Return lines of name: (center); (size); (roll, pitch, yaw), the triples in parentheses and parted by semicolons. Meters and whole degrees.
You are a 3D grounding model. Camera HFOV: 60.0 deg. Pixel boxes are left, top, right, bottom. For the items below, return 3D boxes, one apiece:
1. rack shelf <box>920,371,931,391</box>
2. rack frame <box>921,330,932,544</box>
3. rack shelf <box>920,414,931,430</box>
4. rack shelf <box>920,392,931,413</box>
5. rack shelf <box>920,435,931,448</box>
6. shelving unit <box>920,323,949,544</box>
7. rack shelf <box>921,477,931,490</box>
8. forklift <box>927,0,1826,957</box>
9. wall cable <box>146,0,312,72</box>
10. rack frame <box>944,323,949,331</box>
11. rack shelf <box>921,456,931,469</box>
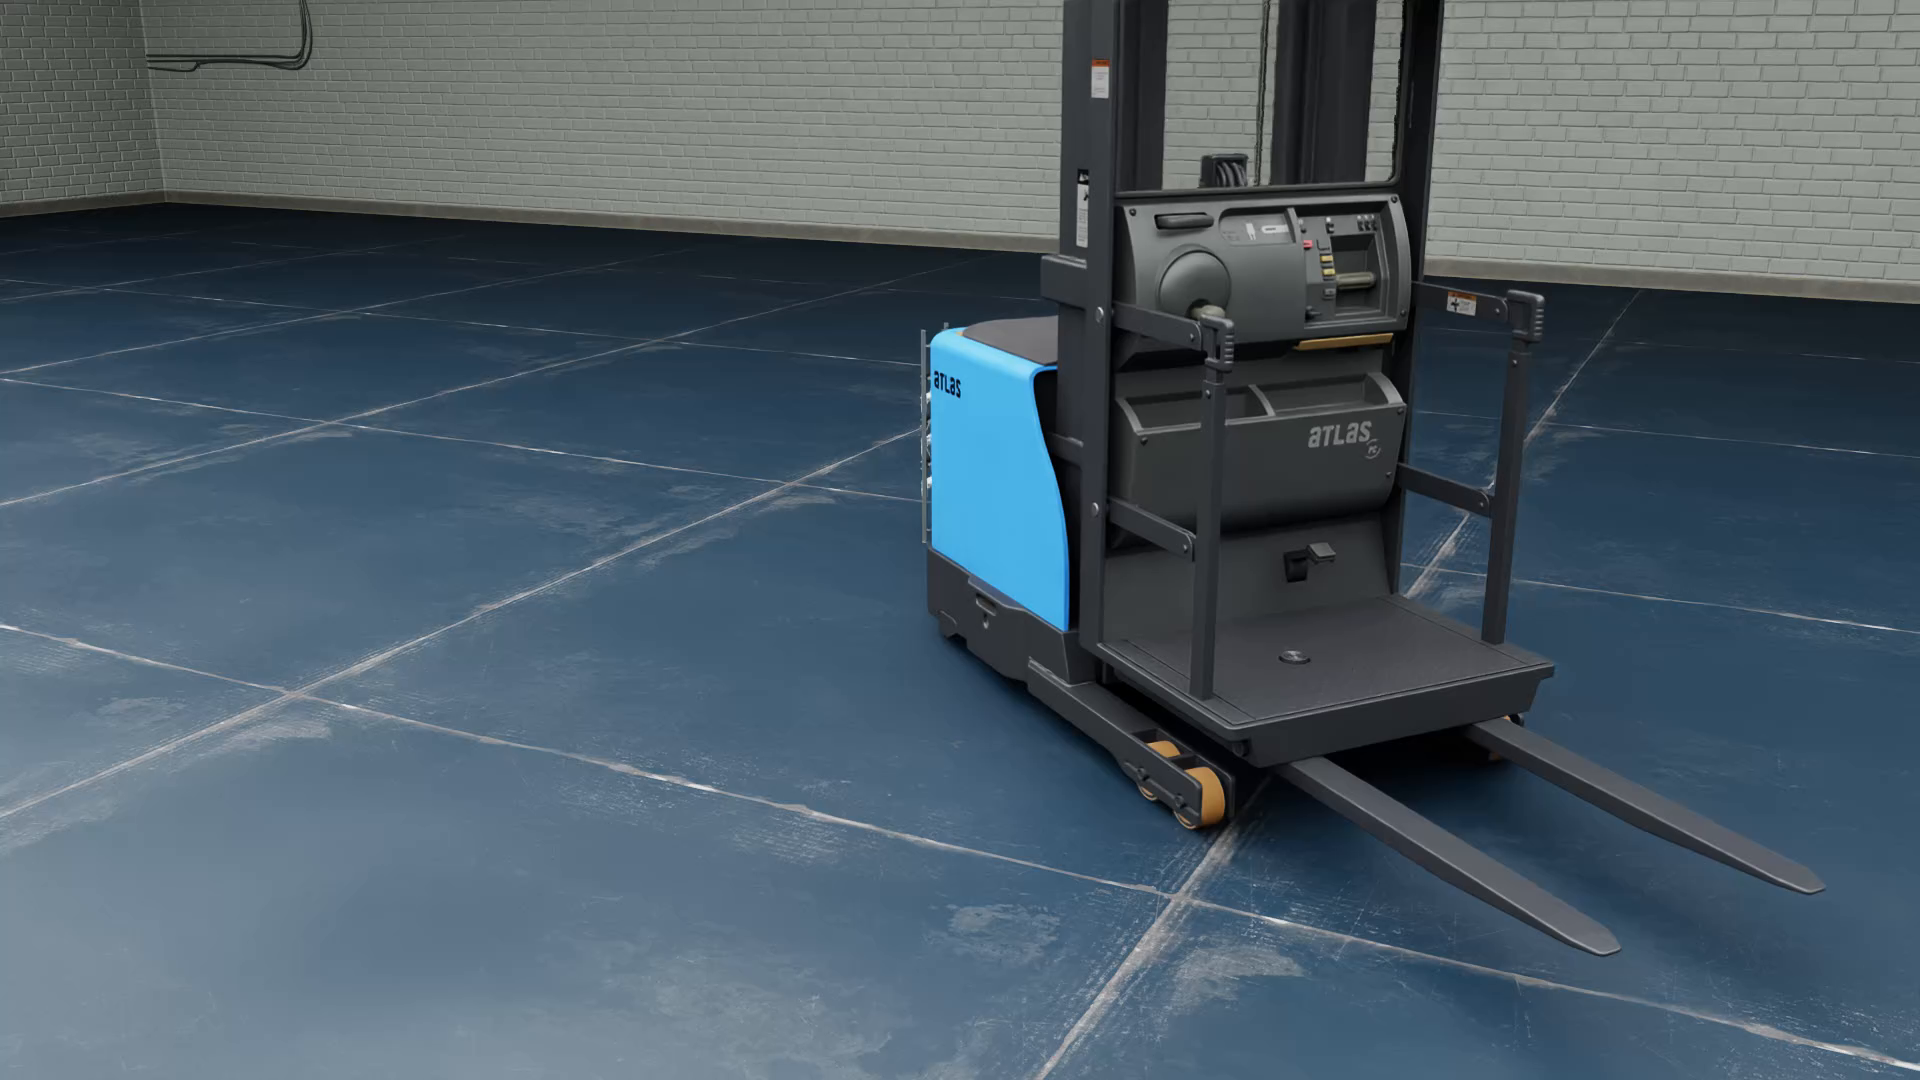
rack shelf: (-0.004, -0.656, 6.822); (0.258, 0.077, 0.200); (8, 18, 25)
rack frame: (-0.049, -0.403, 6.802); (0.240, 0.900, 0.006); (8, 18, 25)
rack shelf: (-0.004, -0.484, 6.873); (0.258, 0.077, 0.200); (8, 18, 25)
rack shelf: (-0.004, -0.570, 6.848); (0.258, 0.077, 0.200); (8, 18, 25)
rack shelf: (-0.004, -0.397, 6.899); (0.258, 0.077, 0.200); (8, 18, 25)
shelving unit: (-0.004, -0.429, 6.889); (0.258, 0.900, 0.210); (8, 18, 25)
rack shelf: (-0.004, -0.225, 6.950); (0.258, 0.077, 0.200); (8, 18, 25)
forklift: (0.967, -0.775, 4.487); (1.130, 2.935, 3.031); (-8, 18, -24)
wall cable: (-9.333, -7.154, 20.759); (3.097, 2.526, 0.112); (8, 18, 25)
rack frame: (0.042, -0.455, 6.976); (0.240, 0.900, 0.006); (8, 18, 25)
rack shelf: (-0.004, -0.311, 6.924); (0.258, 0.077, 0.200); (8, 18, 25)
